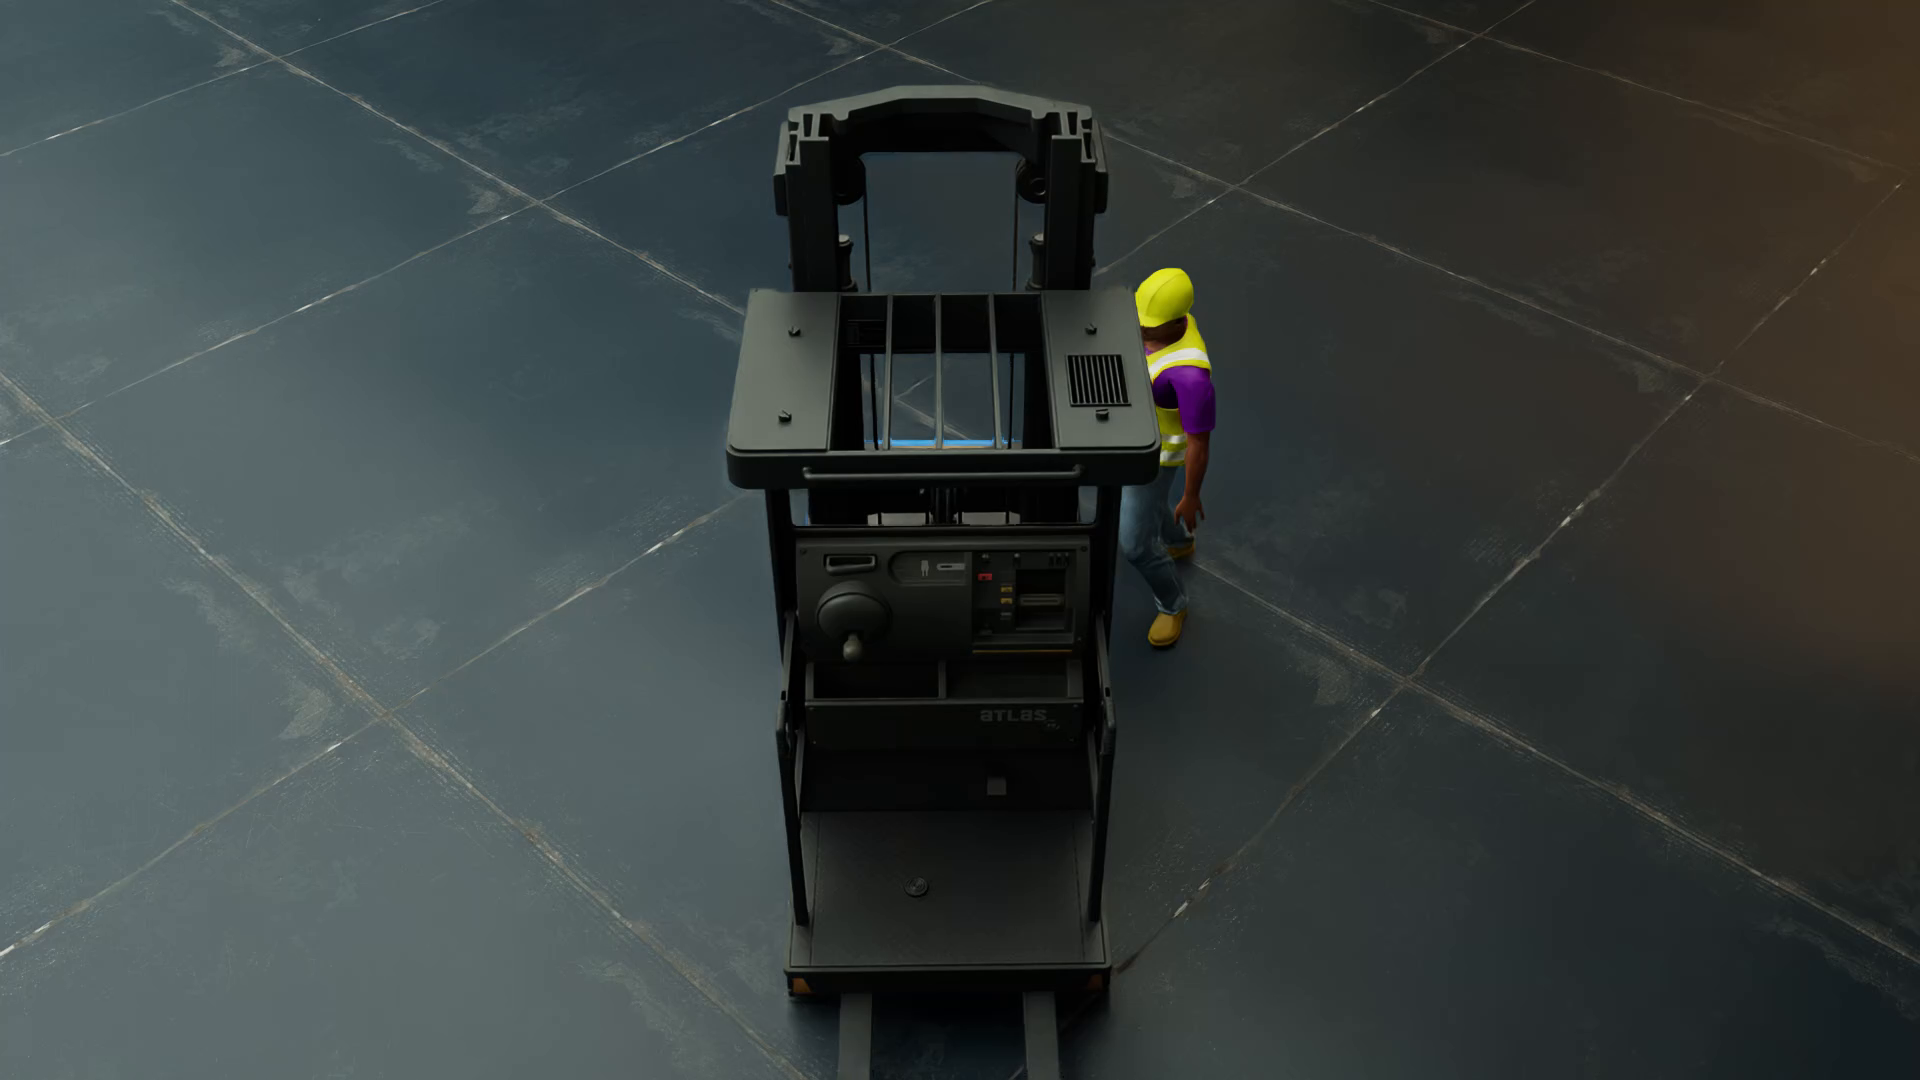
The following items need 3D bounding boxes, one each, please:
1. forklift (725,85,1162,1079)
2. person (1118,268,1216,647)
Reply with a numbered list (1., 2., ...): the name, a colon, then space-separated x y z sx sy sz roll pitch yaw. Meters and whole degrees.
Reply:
1. forklift: -0.047 0.266 5.119 1.130 2.935 3.031 -1 41 -1
2. person: 0.844 -0.458 6.939 0.504 1.720 0.912 -7 41 -8
